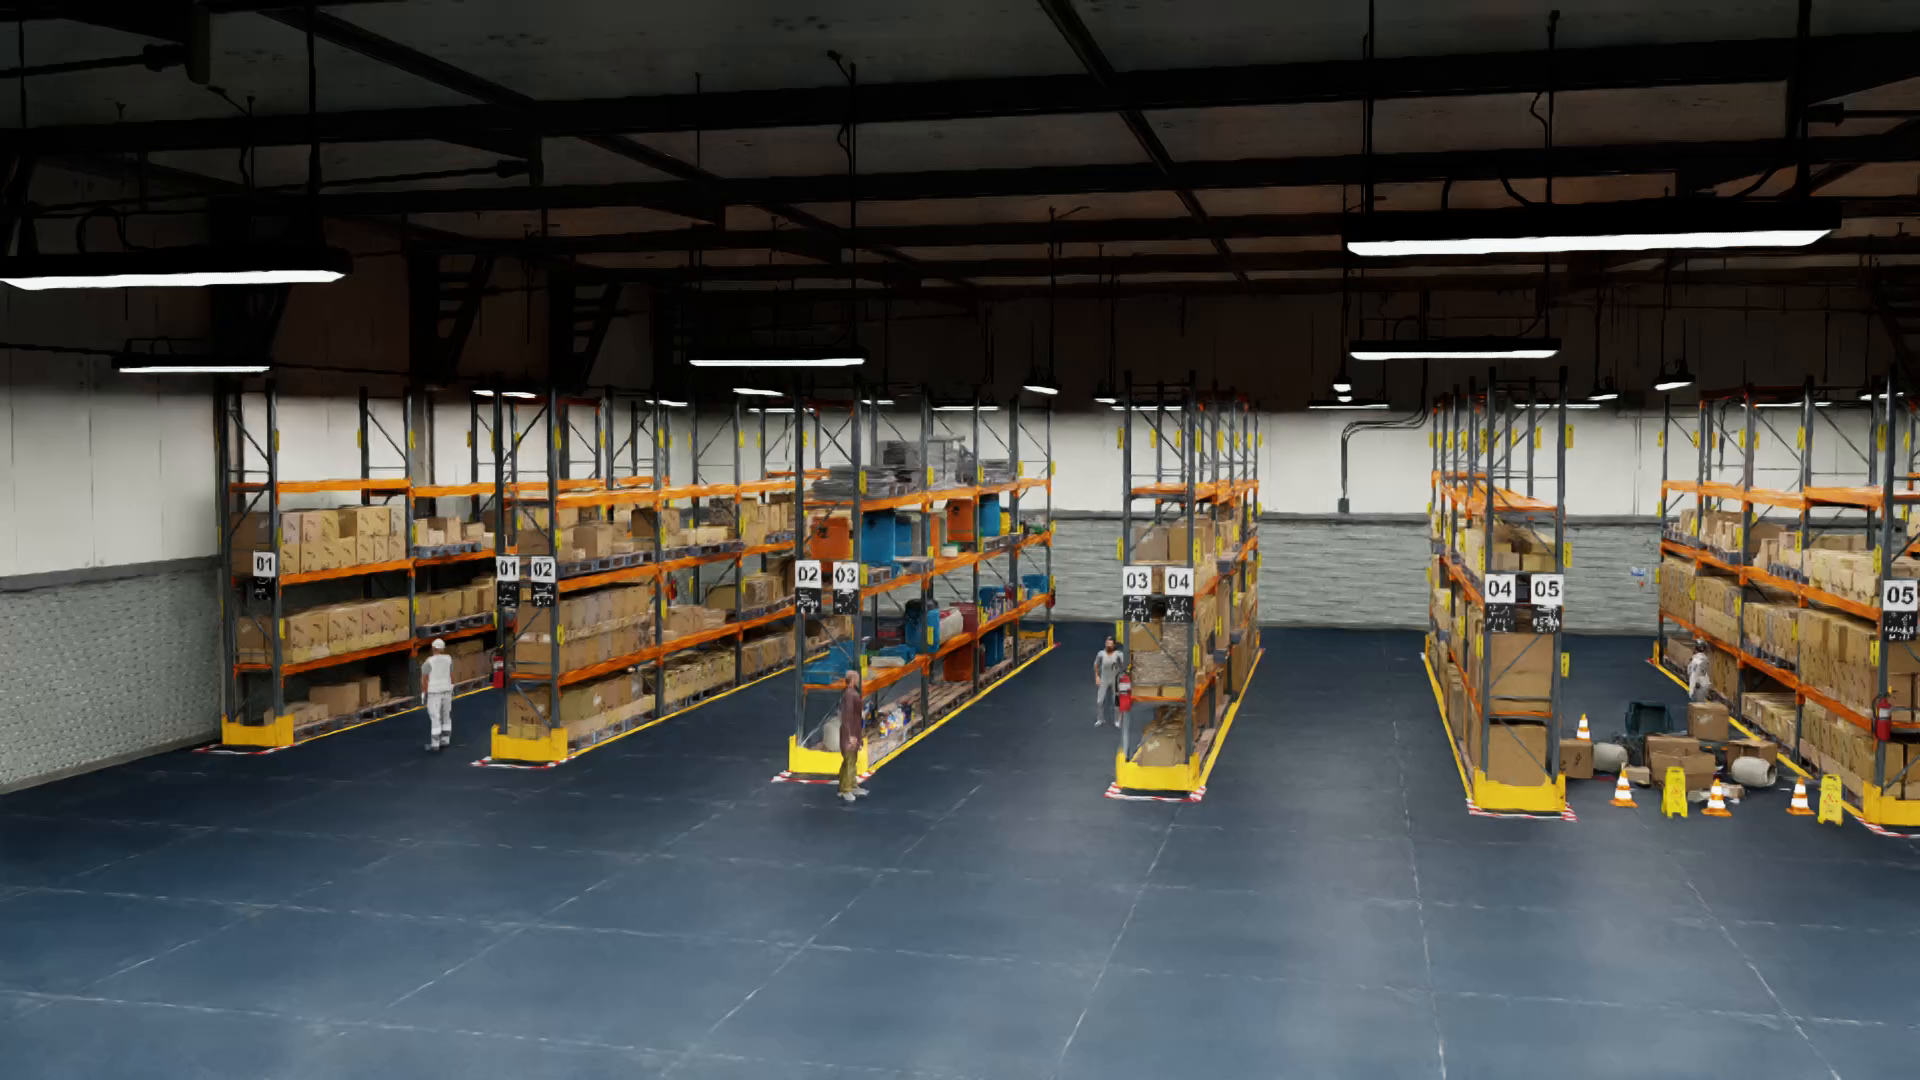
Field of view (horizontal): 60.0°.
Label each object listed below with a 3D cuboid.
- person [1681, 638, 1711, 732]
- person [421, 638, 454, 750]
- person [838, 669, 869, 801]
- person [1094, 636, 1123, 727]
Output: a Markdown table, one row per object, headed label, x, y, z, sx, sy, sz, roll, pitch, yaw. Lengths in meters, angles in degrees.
| label | x | y | z | sx | sy | sz | roll | pitch | yaw |
| --- | --- | --- | --- | --- | --- | --- | --- | --- | --- |
| person | 12.340 | 2.484 | 27.844 | 0.537 | 1.665 | 0.572 | 3 | 4 | 38 |
| person | -8.482 | 2.475 | 26.941 | 0.494 | 1.786 | 0.602 | 3 | 5 | 44 |
| person | -1.495 | 2.701 | 23.235 | 0.420 | 1.789 | 0.657 | 0 | 3 | 0 |
| person | 2.619 | 2.462 | 28.979 | 0.580 | 1.617 | 0.507 | 1 | 4 | 13 |
